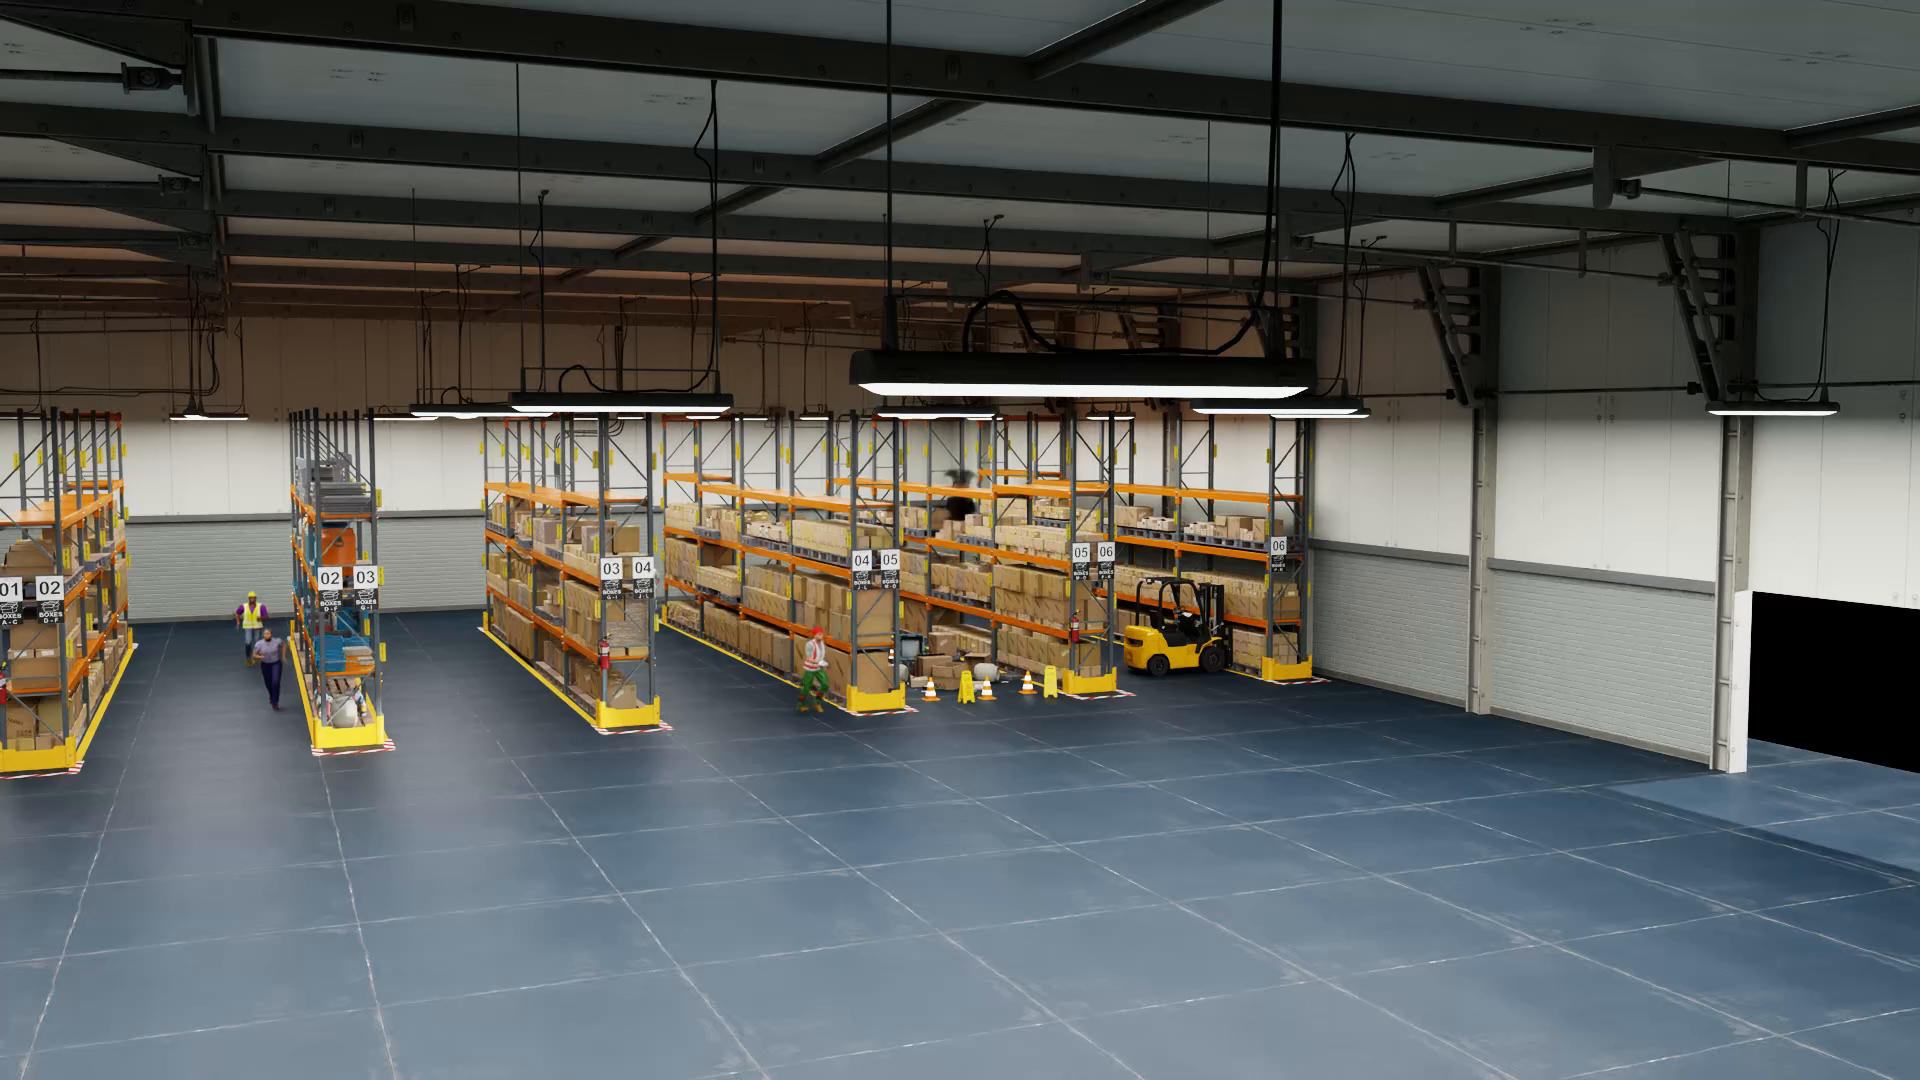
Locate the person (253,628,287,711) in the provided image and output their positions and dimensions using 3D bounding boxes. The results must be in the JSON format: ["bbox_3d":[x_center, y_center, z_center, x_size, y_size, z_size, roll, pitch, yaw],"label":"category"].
[{"bbox_3d":[-13.883,2.586,33.494,0.605,1.620,0.939,-1,4,-11],"label":"person"}]

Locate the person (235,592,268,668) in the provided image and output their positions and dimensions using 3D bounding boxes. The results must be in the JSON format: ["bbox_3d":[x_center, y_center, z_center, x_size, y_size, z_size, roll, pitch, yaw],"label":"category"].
[{"bbox_3d":[-16.634,2.109,39.072,0.691,1.790,0.719,-2,4,-24],"label":"person"}]

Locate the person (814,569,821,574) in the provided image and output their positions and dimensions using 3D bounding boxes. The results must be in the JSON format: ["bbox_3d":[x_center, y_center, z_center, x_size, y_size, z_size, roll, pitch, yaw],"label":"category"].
[{"bbox_3d":[-3.734,1.653,45.527,0.926,1.750,0.667,2,5,32],"label":"person"}]

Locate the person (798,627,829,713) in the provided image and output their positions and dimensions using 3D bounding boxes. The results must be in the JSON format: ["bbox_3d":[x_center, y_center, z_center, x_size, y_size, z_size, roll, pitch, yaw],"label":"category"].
[{"bbox_3d":[-2.813,2.548,32.598,0.619,1.728,0.985,-4,6,-44],"label":"person"}]

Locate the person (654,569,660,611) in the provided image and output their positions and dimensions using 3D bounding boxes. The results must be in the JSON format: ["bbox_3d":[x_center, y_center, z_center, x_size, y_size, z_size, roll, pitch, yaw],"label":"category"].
[{"bbox_3d":[-9.286,1.422,49.669,0.685,1.597,0.799,1,4,11],"label":"person"}]
